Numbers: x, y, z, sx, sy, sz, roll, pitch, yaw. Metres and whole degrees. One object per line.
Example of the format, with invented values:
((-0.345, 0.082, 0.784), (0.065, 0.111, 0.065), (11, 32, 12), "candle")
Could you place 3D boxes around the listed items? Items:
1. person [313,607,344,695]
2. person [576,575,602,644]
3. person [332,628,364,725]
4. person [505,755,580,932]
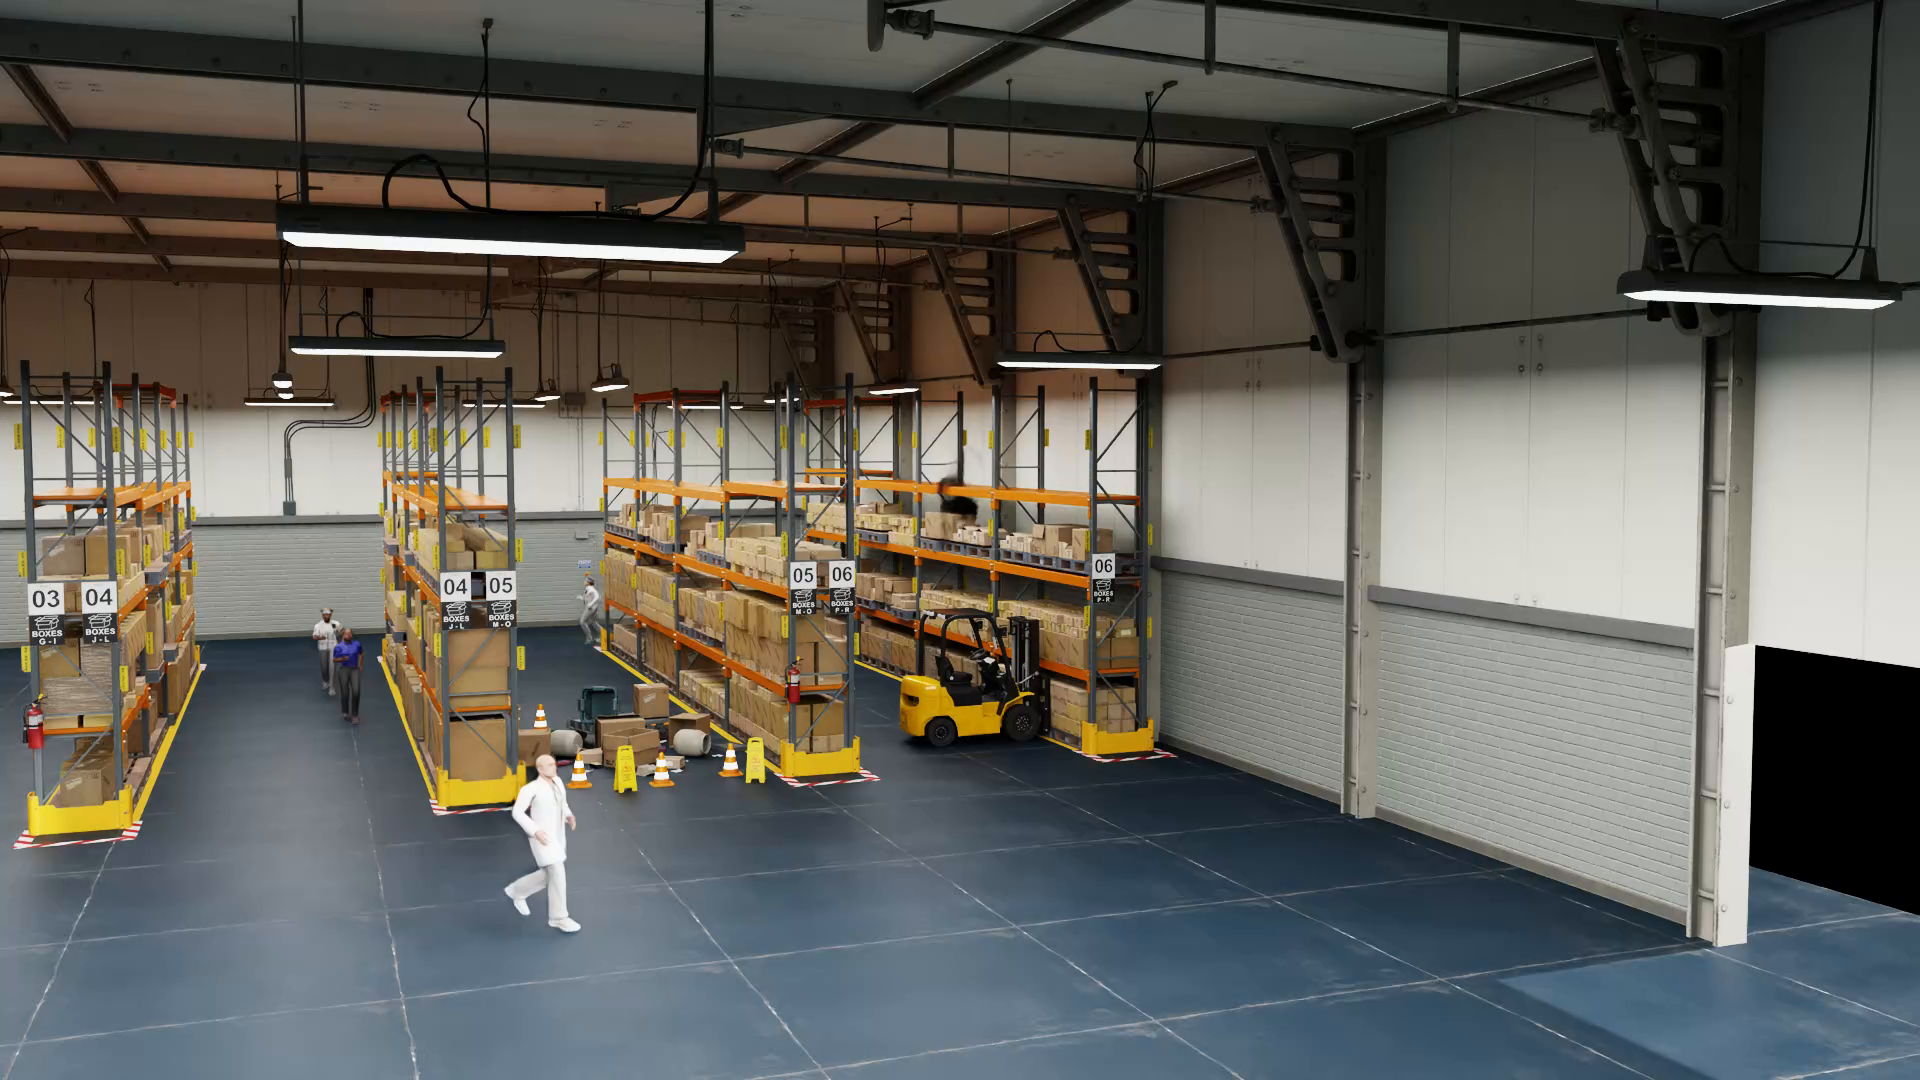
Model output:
((-12.471, 2.165, 32.837), (0.585, 1.678, 0.995), (-1, 4, -17), "person")
((-9.048, 1.725, 40.734), (0.699, 1.734, 0.613), (0, 3, -6), "person")
((-10.809, 2.409, 29.435), (0.556, 1.715, 0.714), (-2, 4, -26), "person")
((-4.285, 3.076, 17.047), (0.922, 1.783, 0.703), (1, 4, 19), "person")
